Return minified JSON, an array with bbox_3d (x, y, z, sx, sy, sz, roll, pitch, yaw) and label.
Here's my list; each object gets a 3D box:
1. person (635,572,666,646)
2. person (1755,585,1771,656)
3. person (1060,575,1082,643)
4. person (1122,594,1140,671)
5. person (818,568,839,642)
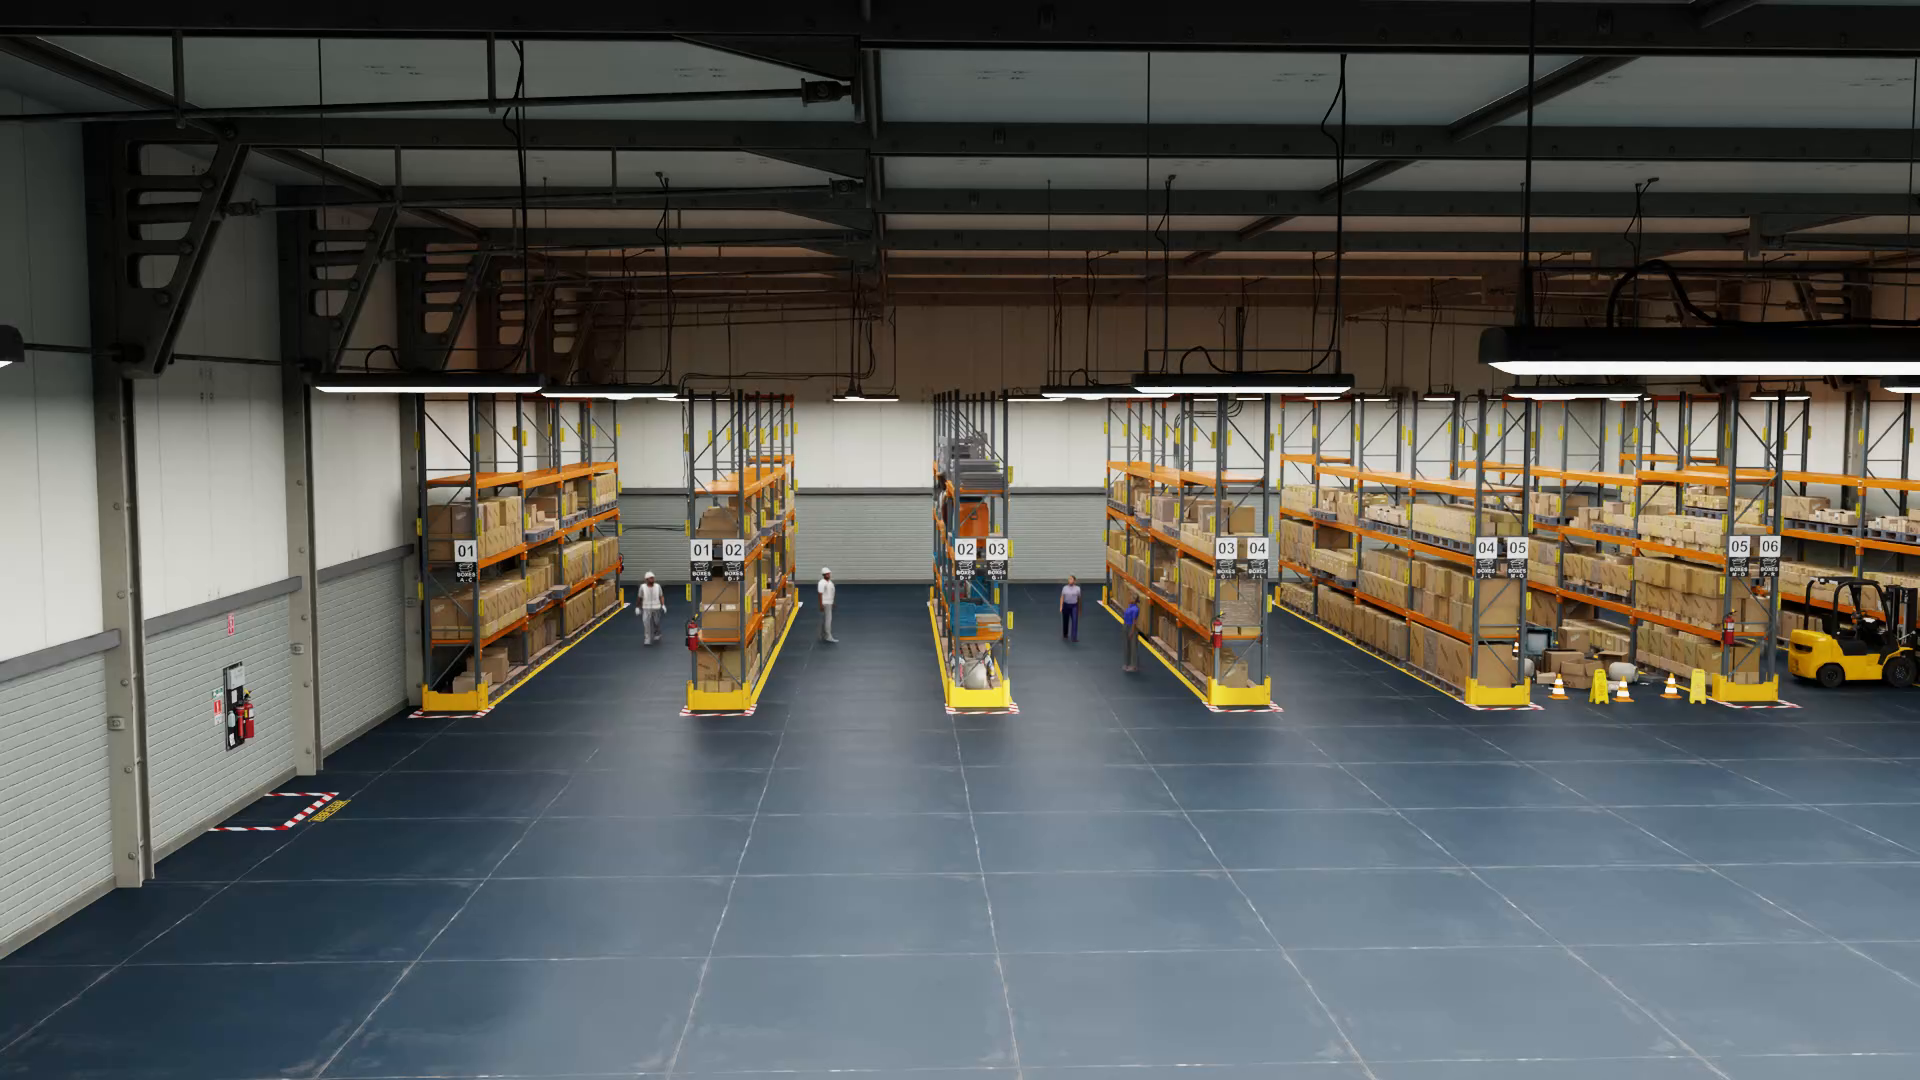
[{"bbox_3d":[-7.361,1.632,39.553,0.748,1.737,1.092,-1,5,-6],"label":"person"},{"bbox_3d":[18.300,1.852,37.839,0.501,1.691,0.516,4,6,42],"label":"person"},{"bbox_3d":[2.675,1.655,40.173,0.541,1.593,0.938,0,5,0],"label":"person"},{"bbox_3d":[3.679,1.988,35.882,0.386,1.647,0.464,-4,6,-37],"label":"person"},{"bbox_3d":[-3.157,1.560,40.311,0.532,1.786,0.612,1,5,11],"label":"person"}]
